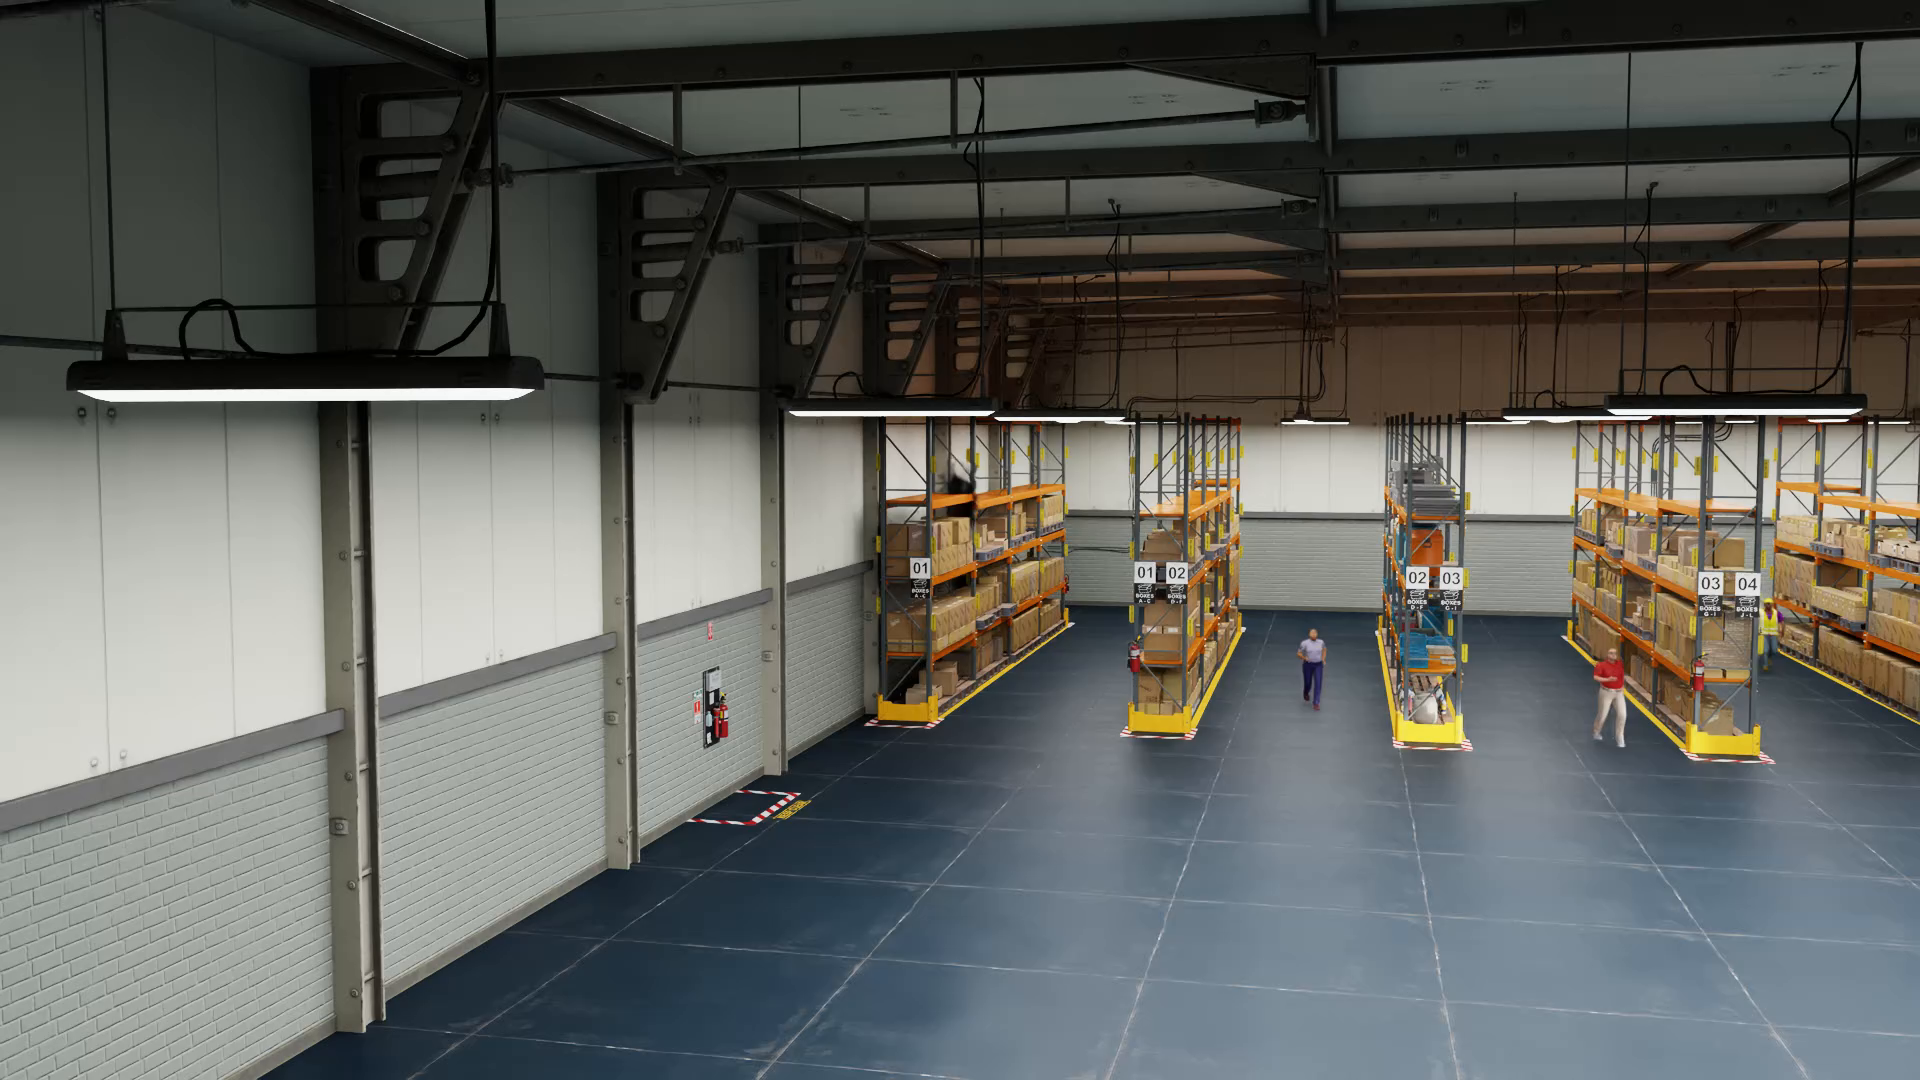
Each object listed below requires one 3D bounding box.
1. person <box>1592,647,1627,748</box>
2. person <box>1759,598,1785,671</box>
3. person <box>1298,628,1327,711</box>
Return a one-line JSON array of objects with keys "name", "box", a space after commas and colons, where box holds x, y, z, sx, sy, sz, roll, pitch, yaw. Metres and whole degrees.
[{"name": "person", "box": [11.736, 2.842, 30.043, 0.648, 1.820, 0.749, 0, 4, -2]}, {"name": "person", "box": [18.979, 2.220, 39.061, 0.753, 1.724, 0.614, 1, 4, 13]}, {"name": "person", "box": [7.195, 2.613, 33.936, 0.614, 1.646, 0.900, 0, 4, 3]}]
